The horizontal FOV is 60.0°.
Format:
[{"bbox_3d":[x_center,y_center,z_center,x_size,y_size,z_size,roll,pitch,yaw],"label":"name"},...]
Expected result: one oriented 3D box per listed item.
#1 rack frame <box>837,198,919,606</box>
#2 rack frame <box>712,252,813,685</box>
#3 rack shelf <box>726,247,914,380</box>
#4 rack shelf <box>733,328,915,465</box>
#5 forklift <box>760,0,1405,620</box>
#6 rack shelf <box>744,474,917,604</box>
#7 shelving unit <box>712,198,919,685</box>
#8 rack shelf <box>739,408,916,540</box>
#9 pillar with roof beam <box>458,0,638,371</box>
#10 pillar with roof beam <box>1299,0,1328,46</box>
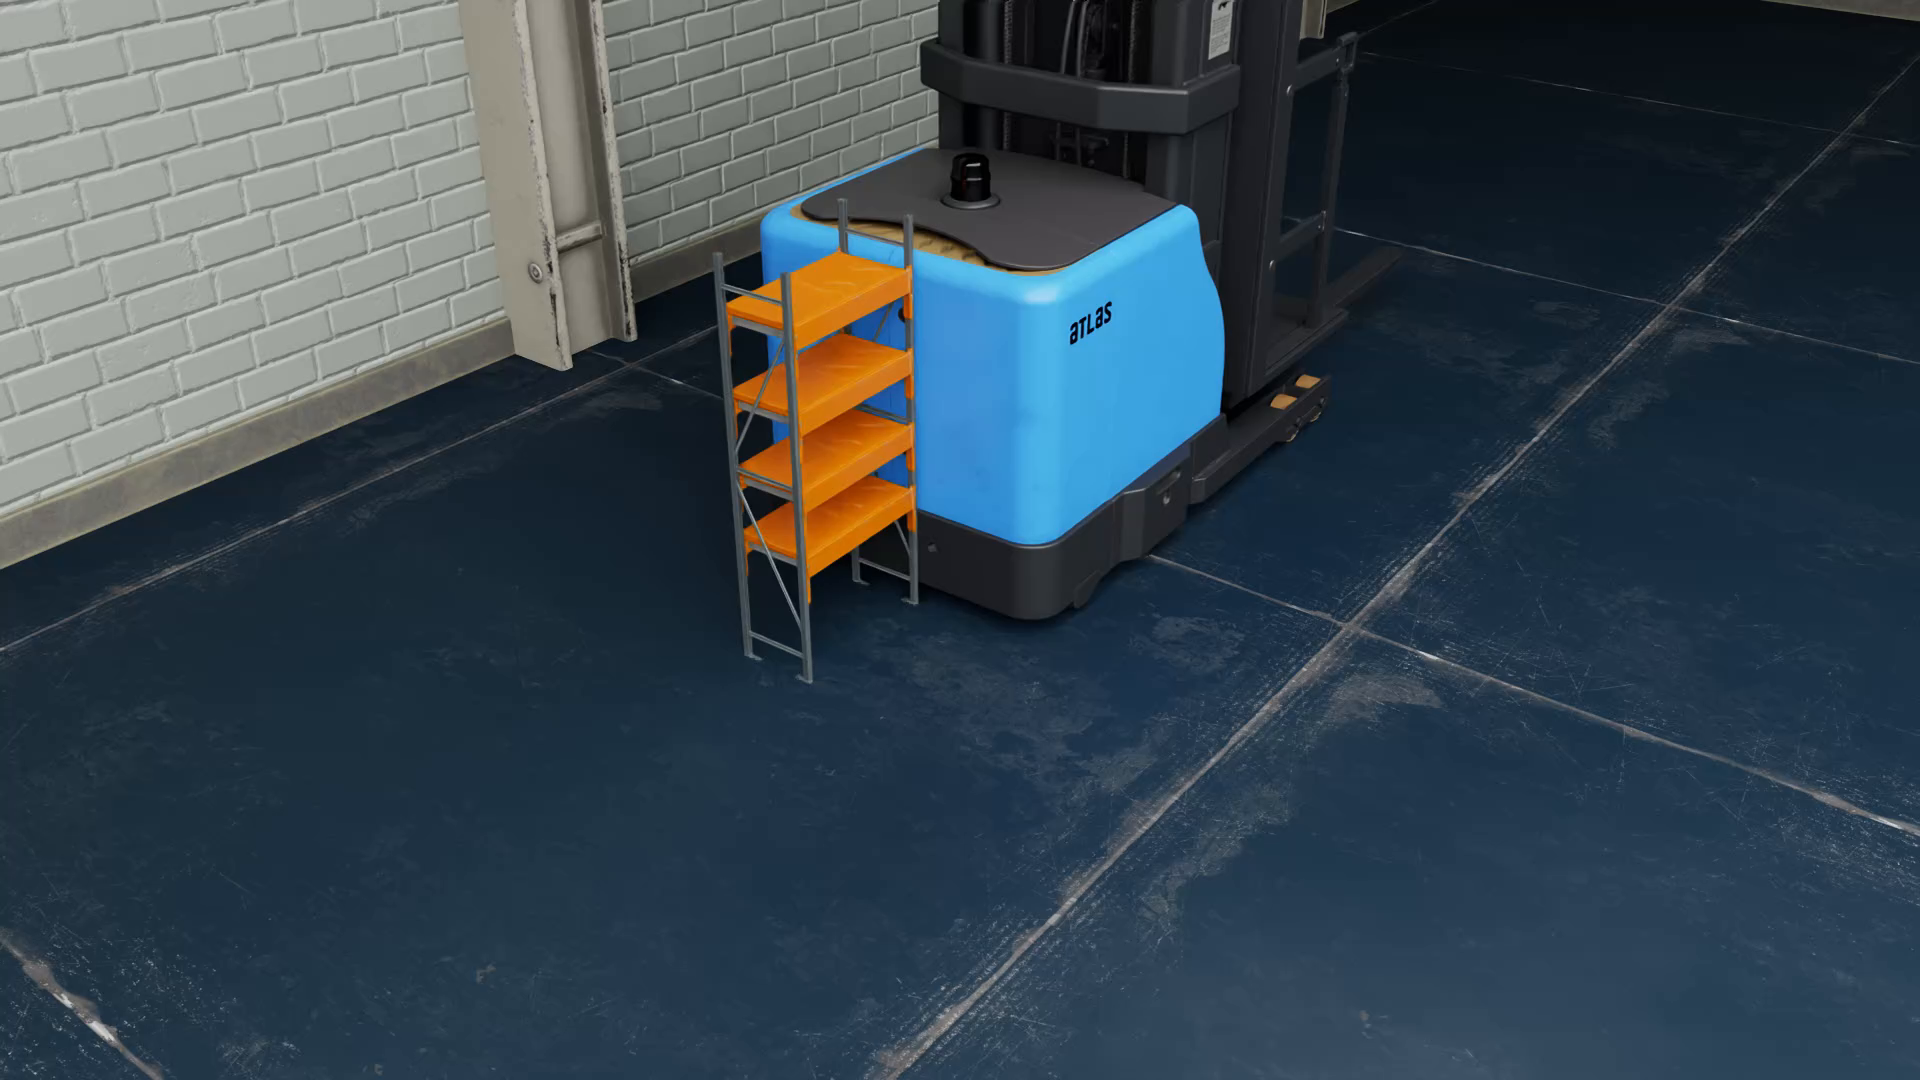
[{"bbox_3d":[-0.224,-0.358,4.677,0.240,1.200,0.015,20,36,30],"label":"rack frame"},{"bbox_3d":[-0.507,-0.155,4.335,0.240,1.200,0.015,20,36,30],"label":"rack frame"},{"bbox_3d":[-0.366,-0.595,4.306,0.258,0.148,0.480,20,36,30],"label":"rack shelf"},{"bbox_3d":[-0.366,-0.391,4.427,0.258,0.148,0.480,20,36,30],"label":"rack shelf"},{"bbox_3d":[0.677,-1.733,5.300,1.130,2.935,3.031,20,36,30],"label":"forklift"},{"bbox_3d":[-0.366,-0.028,4.642,0.258,0.148,0.480,20,36,30],"label":"rack shelf"},{"bbox_3d":[-0.366,-0.257,4.506,0.258,1.200,0.503,20,36,30],"label":"shelving unit"},{"bbox_3d":[-0.366,-0.199,4.541,0.258,0.148,0.480,20,36,30],"label":"rack shelf"},{"bbox_3d":[1.915,-3.316,2.019,9.100,9.000,0.400,21,37,31],"label":"pillar with roof beam"},{"bbox_3d":[5.537,-5.755,6.134,9.100,9.000,0.400,21,37,31],"label":"pillar with roof beam"}]
